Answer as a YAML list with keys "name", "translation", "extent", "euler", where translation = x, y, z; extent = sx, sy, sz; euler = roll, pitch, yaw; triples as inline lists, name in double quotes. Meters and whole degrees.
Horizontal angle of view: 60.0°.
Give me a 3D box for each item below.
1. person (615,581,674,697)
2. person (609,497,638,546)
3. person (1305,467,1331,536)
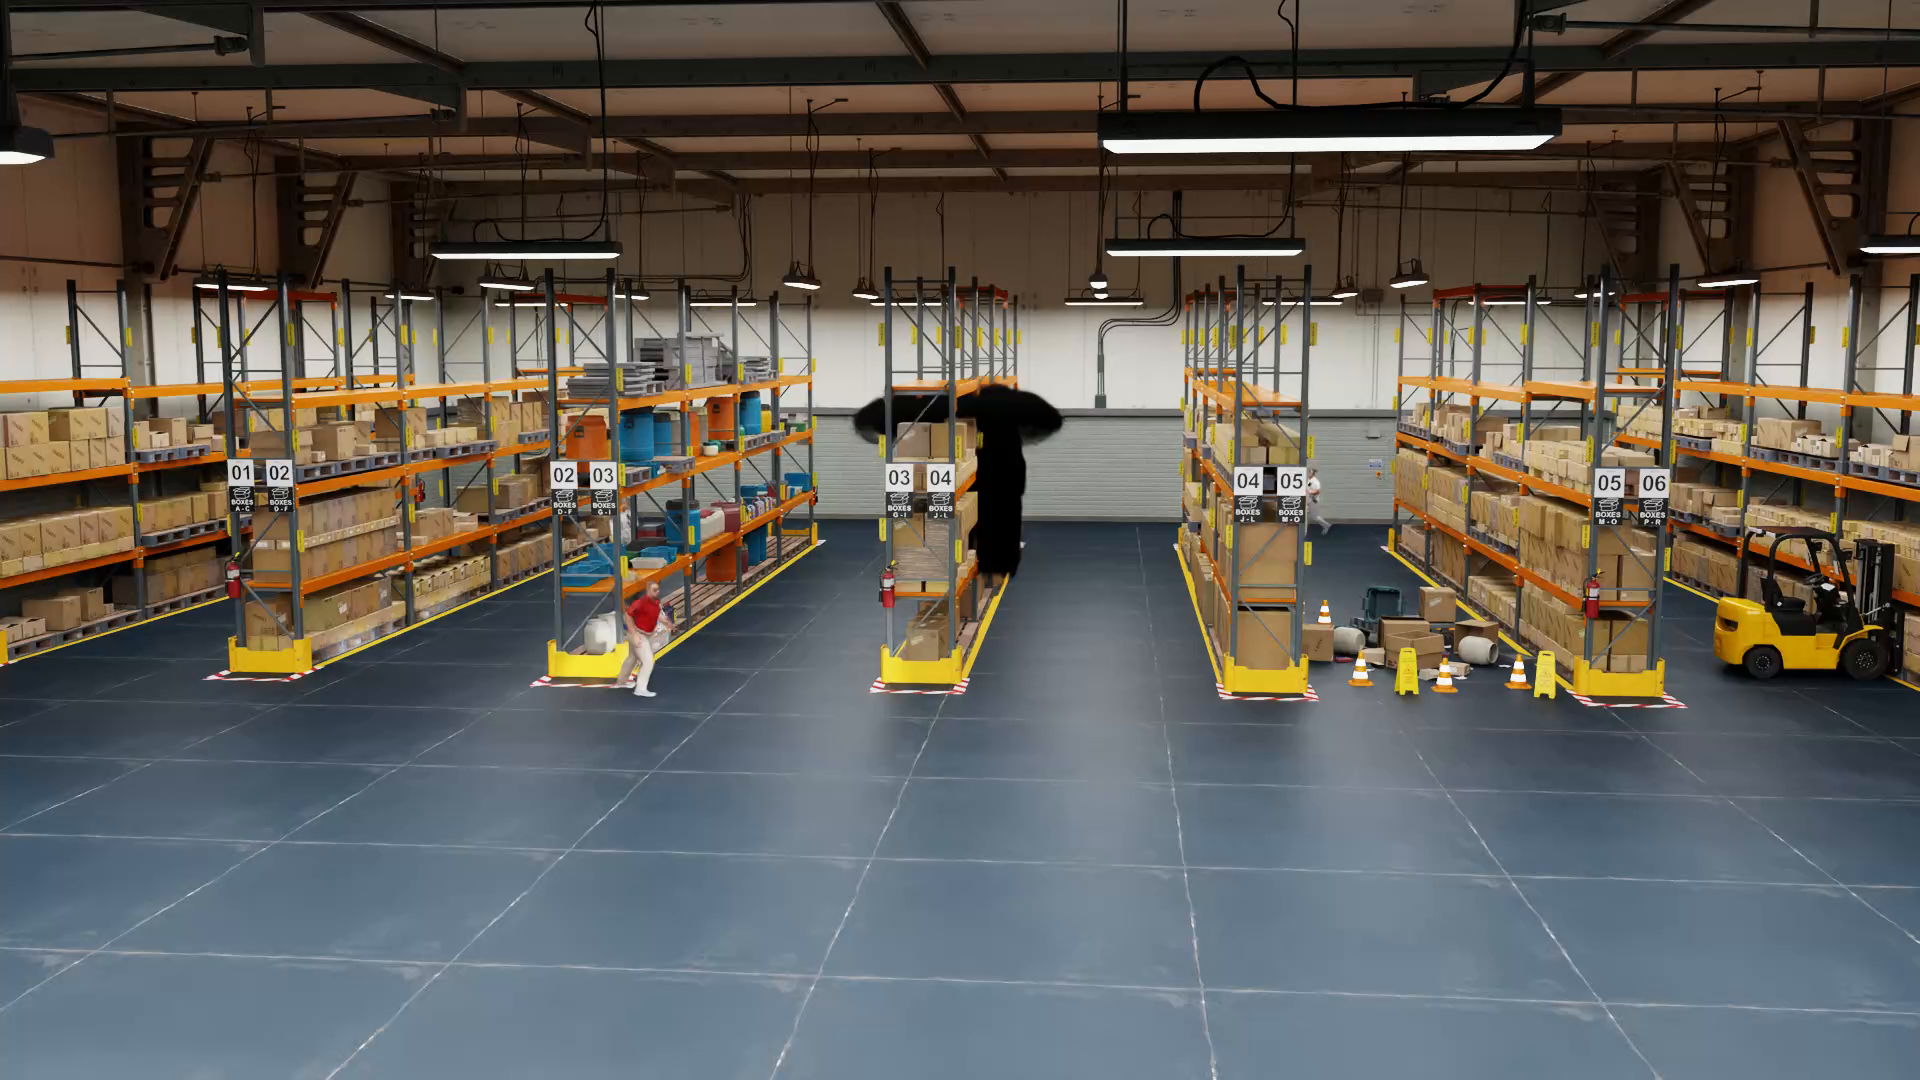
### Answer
- name: "person"
  translation: [-4.465, 1.369, 23.389]
  extent: [0.920, 1.653, 0.730]
  euler: [1, 7, 7]
- name: "person"
  translation: [-6.569, -0.009, 32.400]
  extent: [0.609, 1.700, 0.603]
  euler: [0, 7, 0]
- name: "person"
  translation: [8.835, -0.954, 41.706]
  extent: [0.913, 1.759, 0.670]
  euler: [-2, 7, -18]
